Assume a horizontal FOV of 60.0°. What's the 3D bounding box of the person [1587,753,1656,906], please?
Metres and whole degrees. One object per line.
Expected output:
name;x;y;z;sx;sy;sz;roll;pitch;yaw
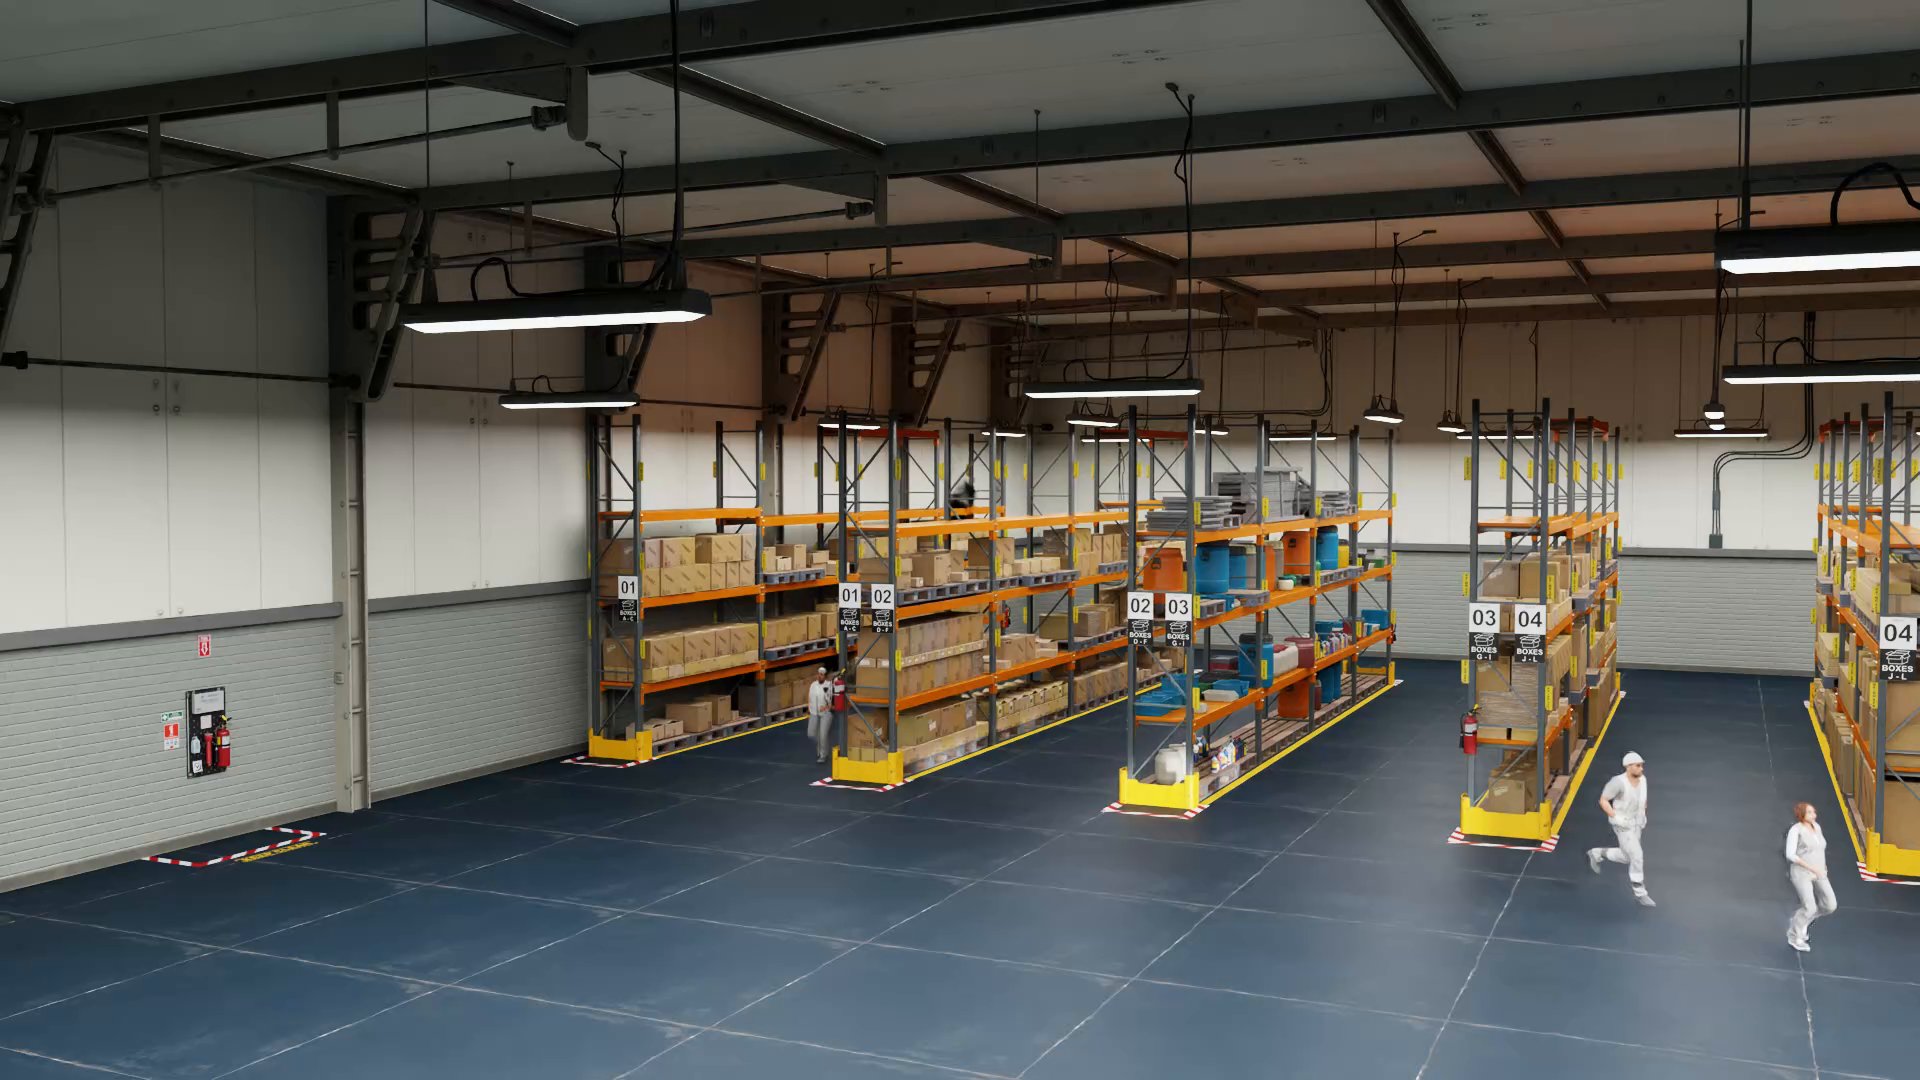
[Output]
person;7.750;3.345;19.508;0.665;1.768;0.937;-1;3;-31

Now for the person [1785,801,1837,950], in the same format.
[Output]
person;8.874;3.509;17.354;0.552;1.560;0.500;-1;3;-23

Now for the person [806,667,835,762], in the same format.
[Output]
person;-2.399;3.015;28.752;0.608;1.623;0.549;1;2;19
